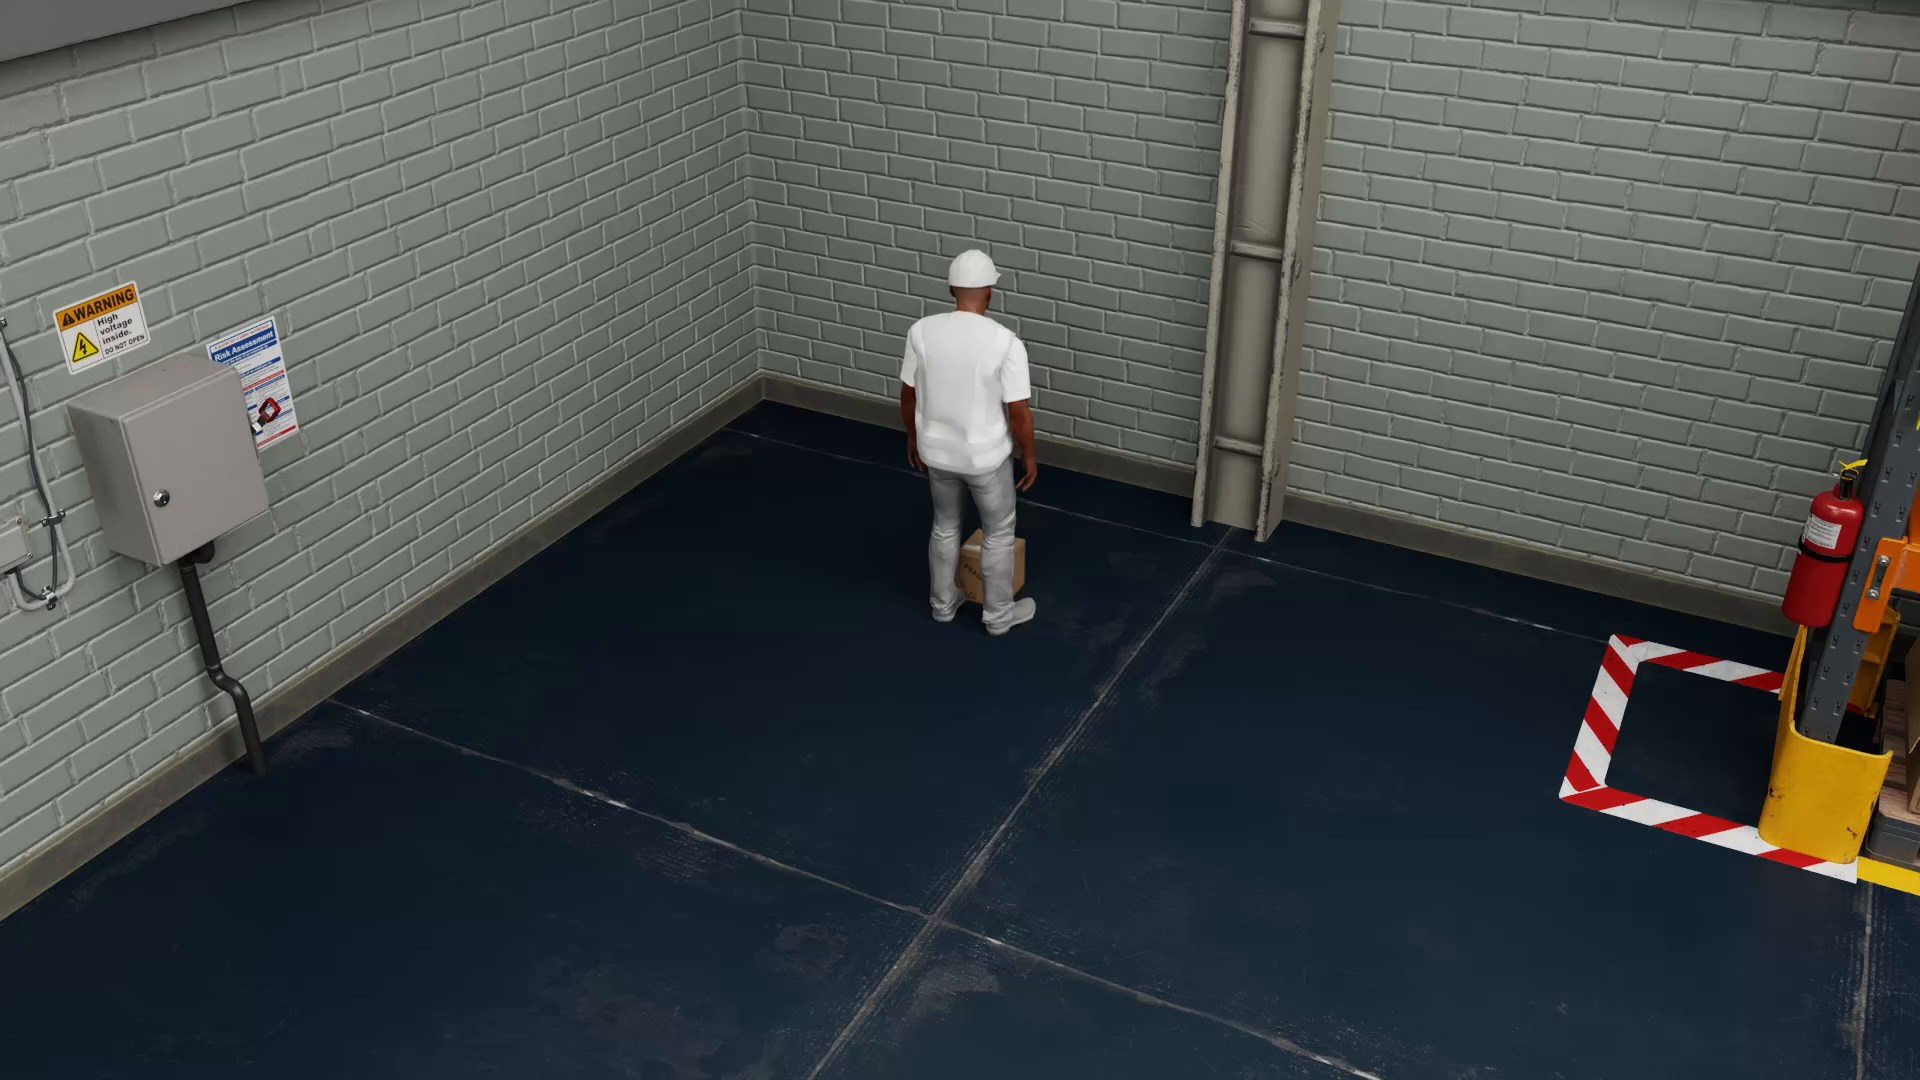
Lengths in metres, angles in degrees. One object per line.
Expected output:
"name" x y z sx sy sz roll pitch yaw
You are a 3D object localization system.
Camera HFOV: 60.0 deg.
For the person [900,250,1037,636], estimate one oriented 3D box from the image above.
"person" 0.046 -0.414 7.332 0.622 1.759 0.462 13 32 21
